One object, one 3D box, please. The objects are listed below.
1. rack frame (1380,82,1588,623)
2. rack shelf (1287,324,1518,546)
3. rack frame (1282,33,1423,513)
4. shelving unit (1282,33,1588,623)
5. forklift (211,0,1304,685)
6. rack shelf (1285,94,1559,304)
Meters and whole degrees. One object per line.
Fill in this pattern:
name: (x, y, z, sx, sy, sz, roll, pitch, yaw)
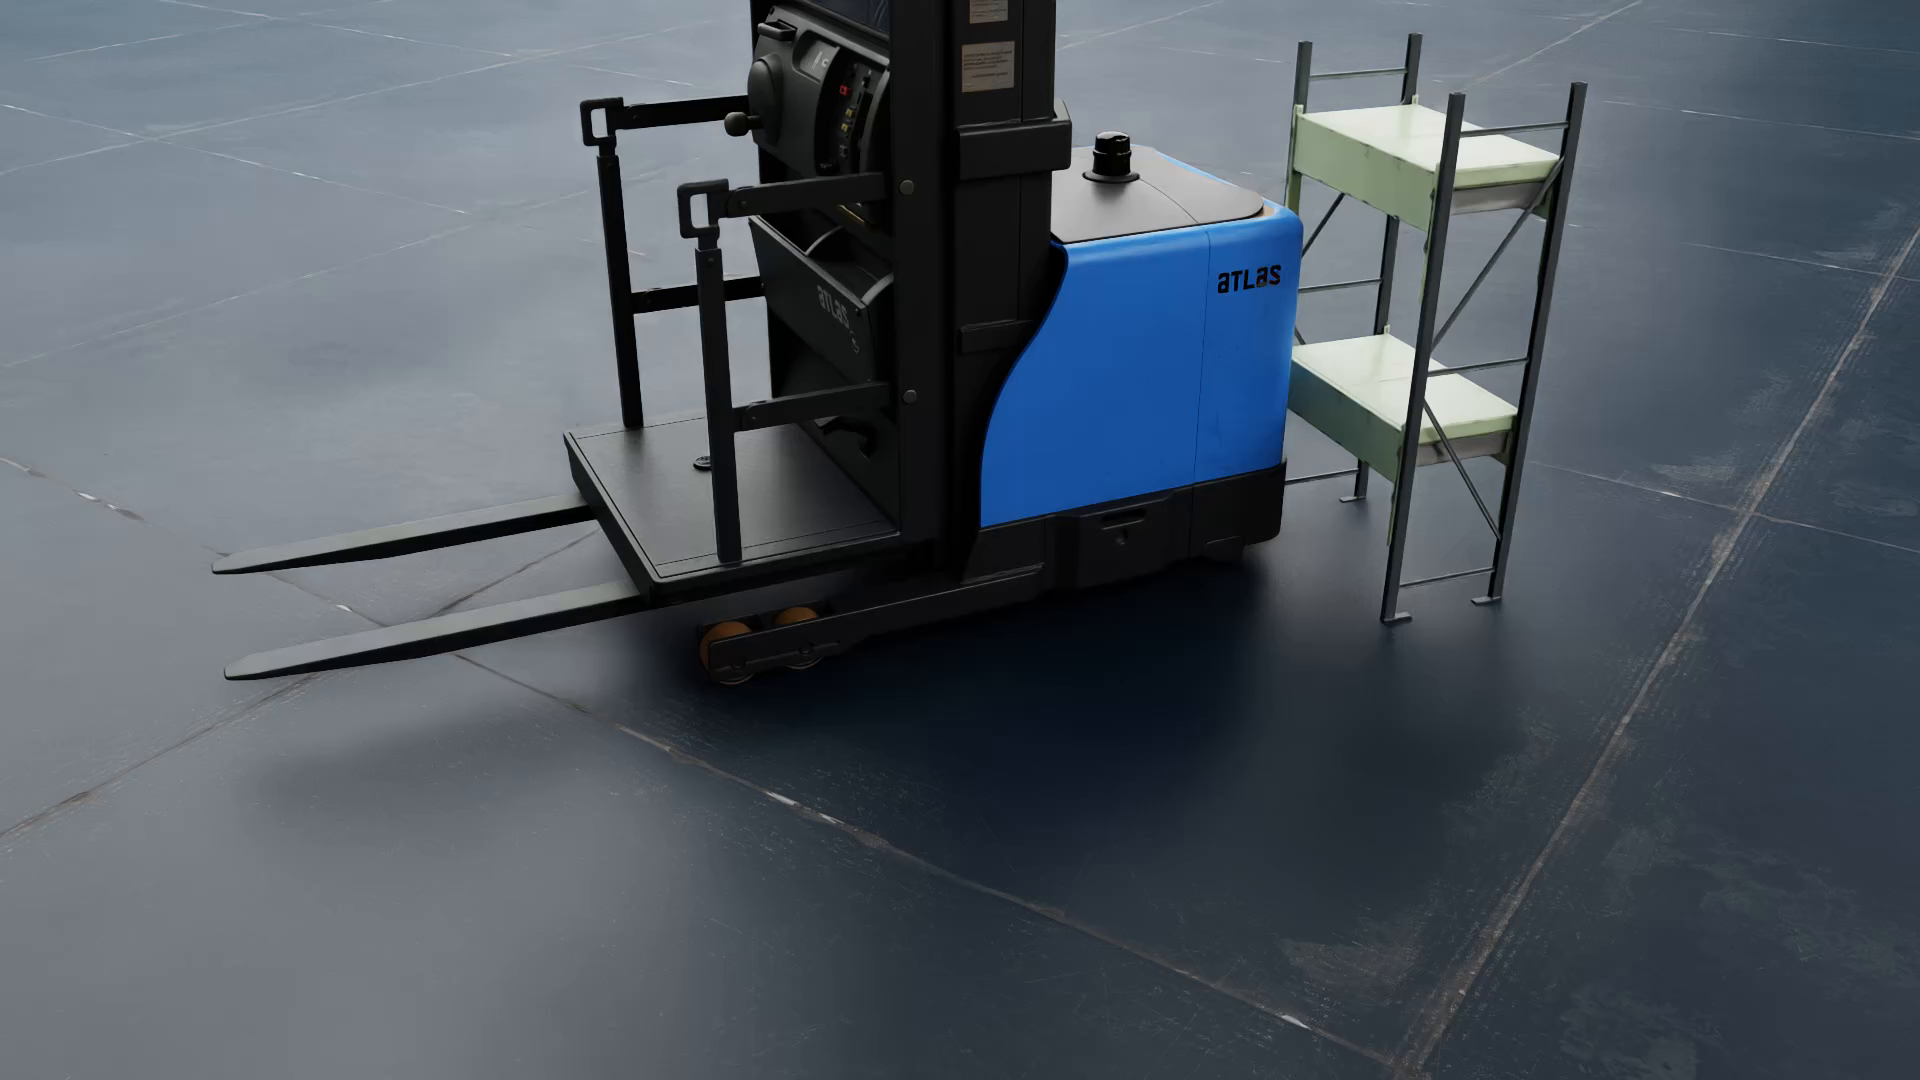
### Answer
rack frame: (1.404, -0.466, 4.511, 0.400, 1.500, 0.023, -9, 28, -18)
rack shelf: (1.279, -0.331, 4.966, 0.431, 0.370, 0.720, -9, 28, -18)
rack frame: (1.155, -0.778, 5.125, 0.400, 1.500, 0.023, -9, 28, -18)
shelving unit: (1.279, -0.622, 4.818, 0.431, 1.500, 0.755, -9, 28, -18)
forklift: (-0.567, -1.189, 4.355, 3.031, 2.935, 1.130, -12, 29, -22)
rack shelf: (1.279, -0.969, 4.641, 0.431, 0.370, 0.720, -9, 28, -18)
